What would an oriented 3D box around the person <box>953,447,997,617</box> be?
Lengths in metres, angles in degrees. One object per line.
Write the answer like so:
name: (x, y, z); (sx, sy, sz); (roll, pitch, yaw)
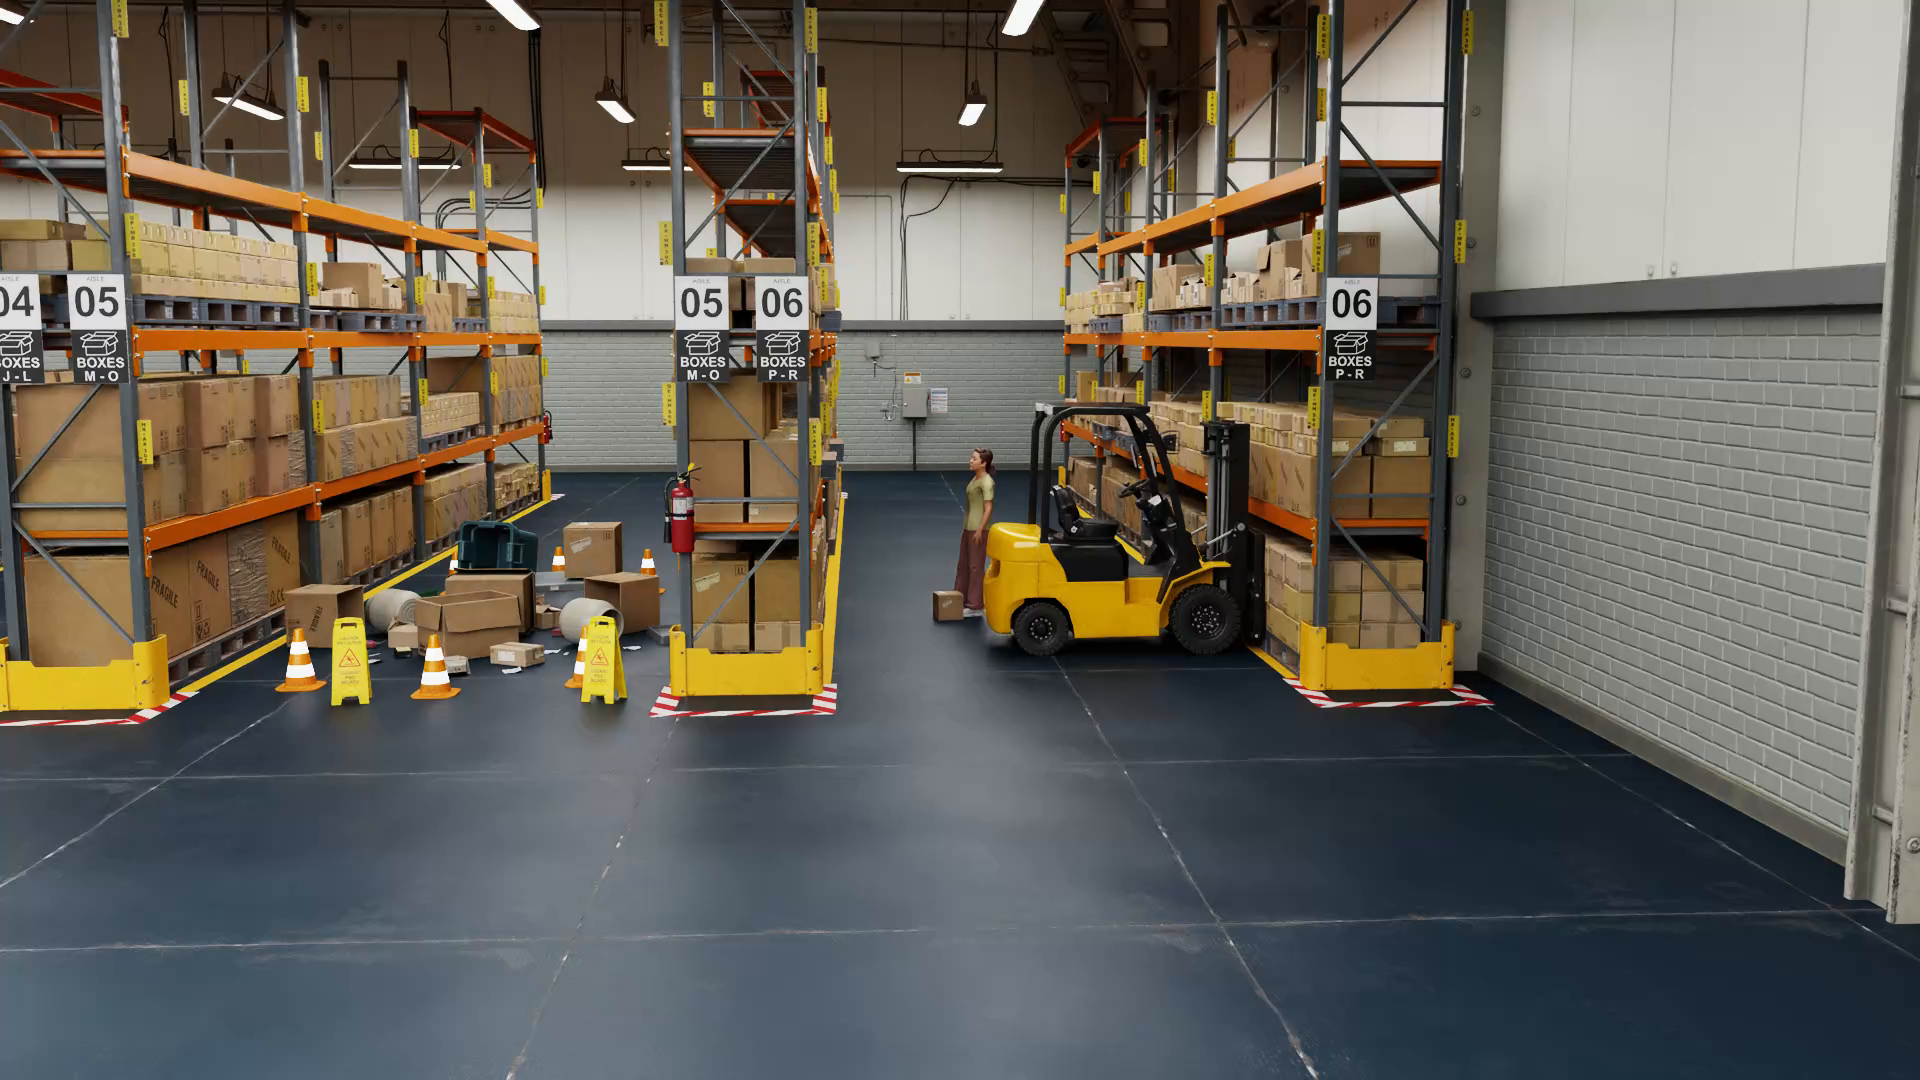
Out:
person: (0.088, -0.080, 16.342); (0.548, 1.673, 0.554); (-1, 7, -11)
